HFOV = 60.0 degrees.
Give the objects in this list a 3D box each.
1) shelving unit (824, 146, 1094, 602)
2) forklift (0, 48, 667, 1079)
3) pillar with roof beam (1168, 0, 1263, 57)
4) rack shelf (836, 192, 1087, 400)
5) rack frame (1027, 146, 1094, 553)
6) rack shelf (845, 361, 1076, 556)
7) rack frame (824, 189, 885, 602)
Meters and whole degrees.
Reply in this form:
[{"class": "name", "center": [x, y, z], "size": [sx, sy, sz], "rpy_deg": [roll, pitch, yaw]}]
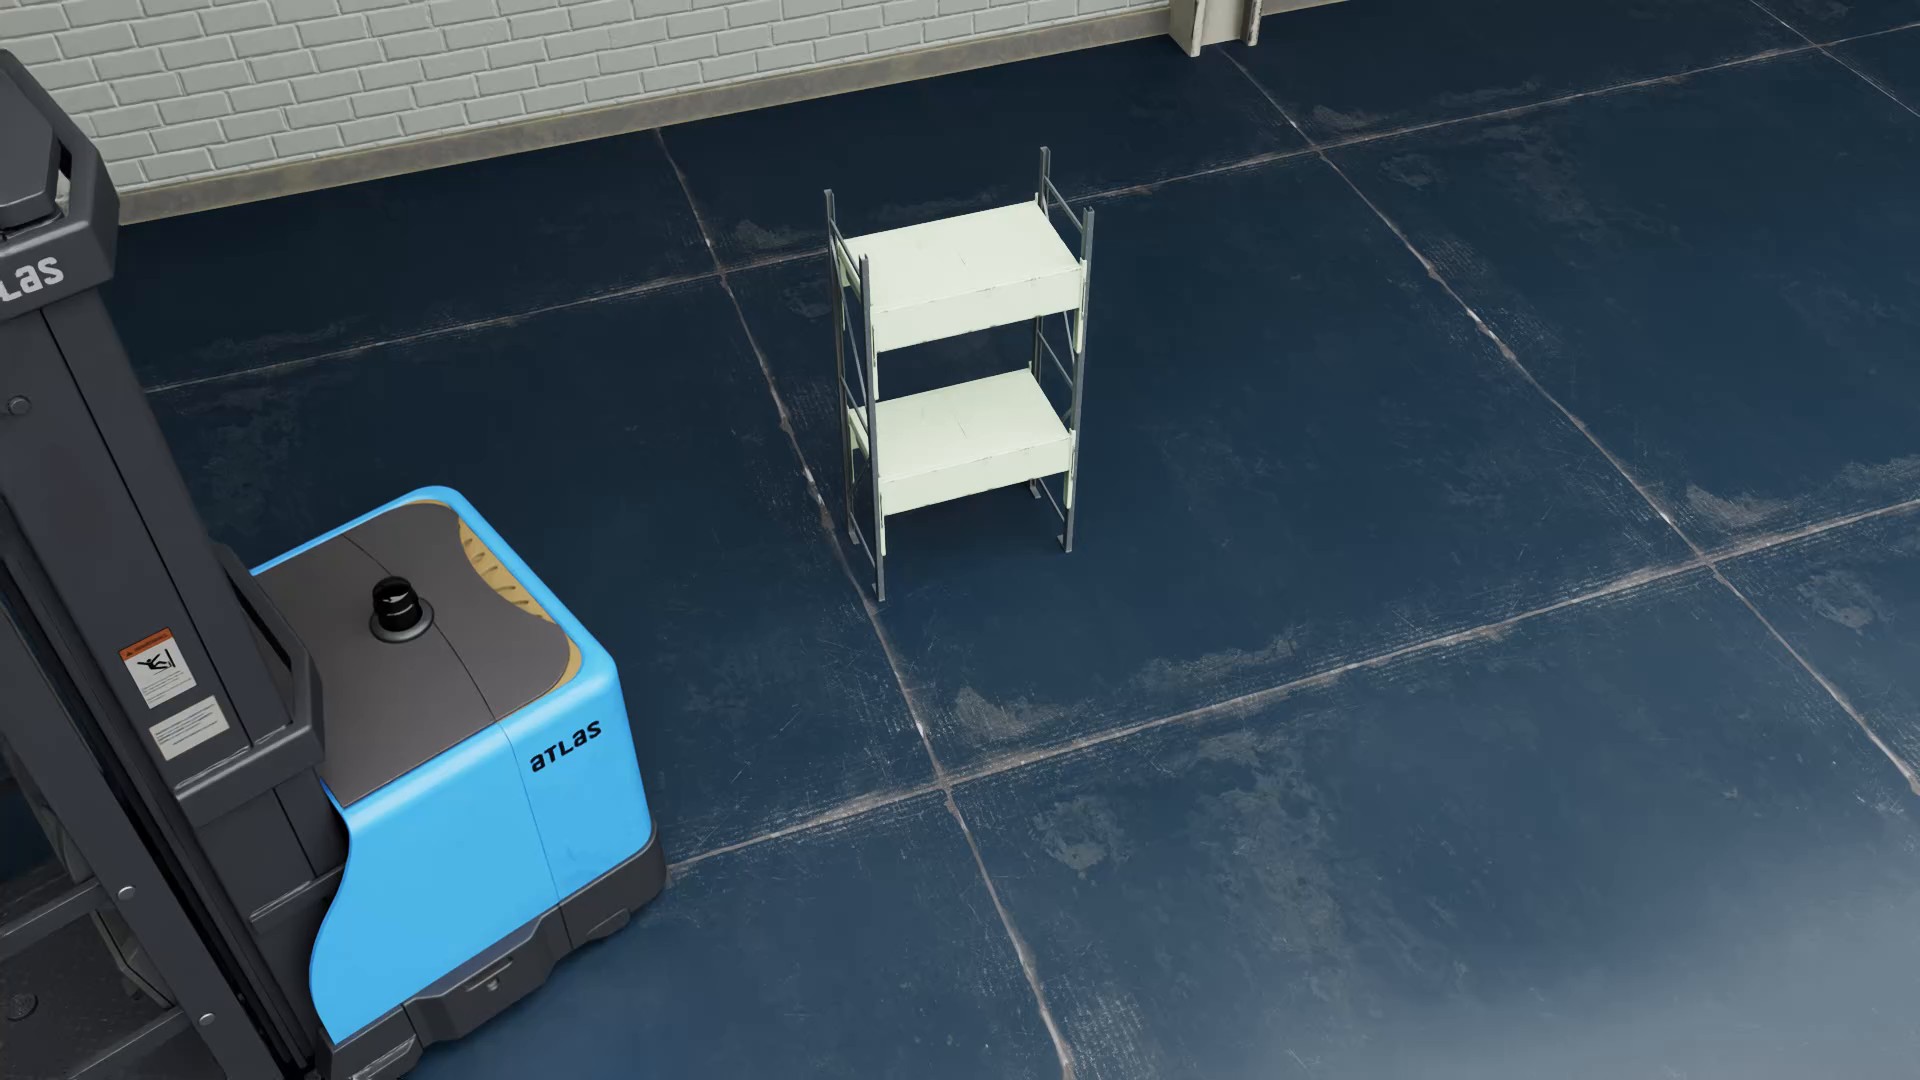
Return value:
[{"class": "shelving unit", "center": [-0.006, -0.528, 5.717], "size": [0.755, 1.500, 0.431], "rpy_deg": [-14, 47, -14]}, {"class": "forklift", "center": [-2.353, 0.472, 3.710], "size": [3.031, 2.935, 1.130], "rpy_deg": [-31, 53, -27]}, {"class": "pillar with roof beam", "center": [2.814, -3.014, 2.900], "size": [0.400, 9.000, 9.100], "rpy_deg": [-14, 47, -14]}, {"class": "rack shelf", "center": [-0.006, -0.803, 5.441], "size": [0.720, 0.370, 0.431], "rpy_deg": [-14, 47, -14]}, {"class": "rack frame", "center": [0.338, -0.616, 5.805], "size": [0.023, 1.500, 0.400], "rpy_deg": [-14, 47, -14]}, {"class": "rack shelf", "center": [-0.006, -0.298, 5.948], "size": [0.720, 0.370, 0.431], "rpy_deg": [-14, 47, -14]}, {"class": "rack frame", "center": [-0.351, -0.440, 5.629], "size": [0.023, 1.500, 0.400], "rpy_deg": [-14, 47, -14]}]
